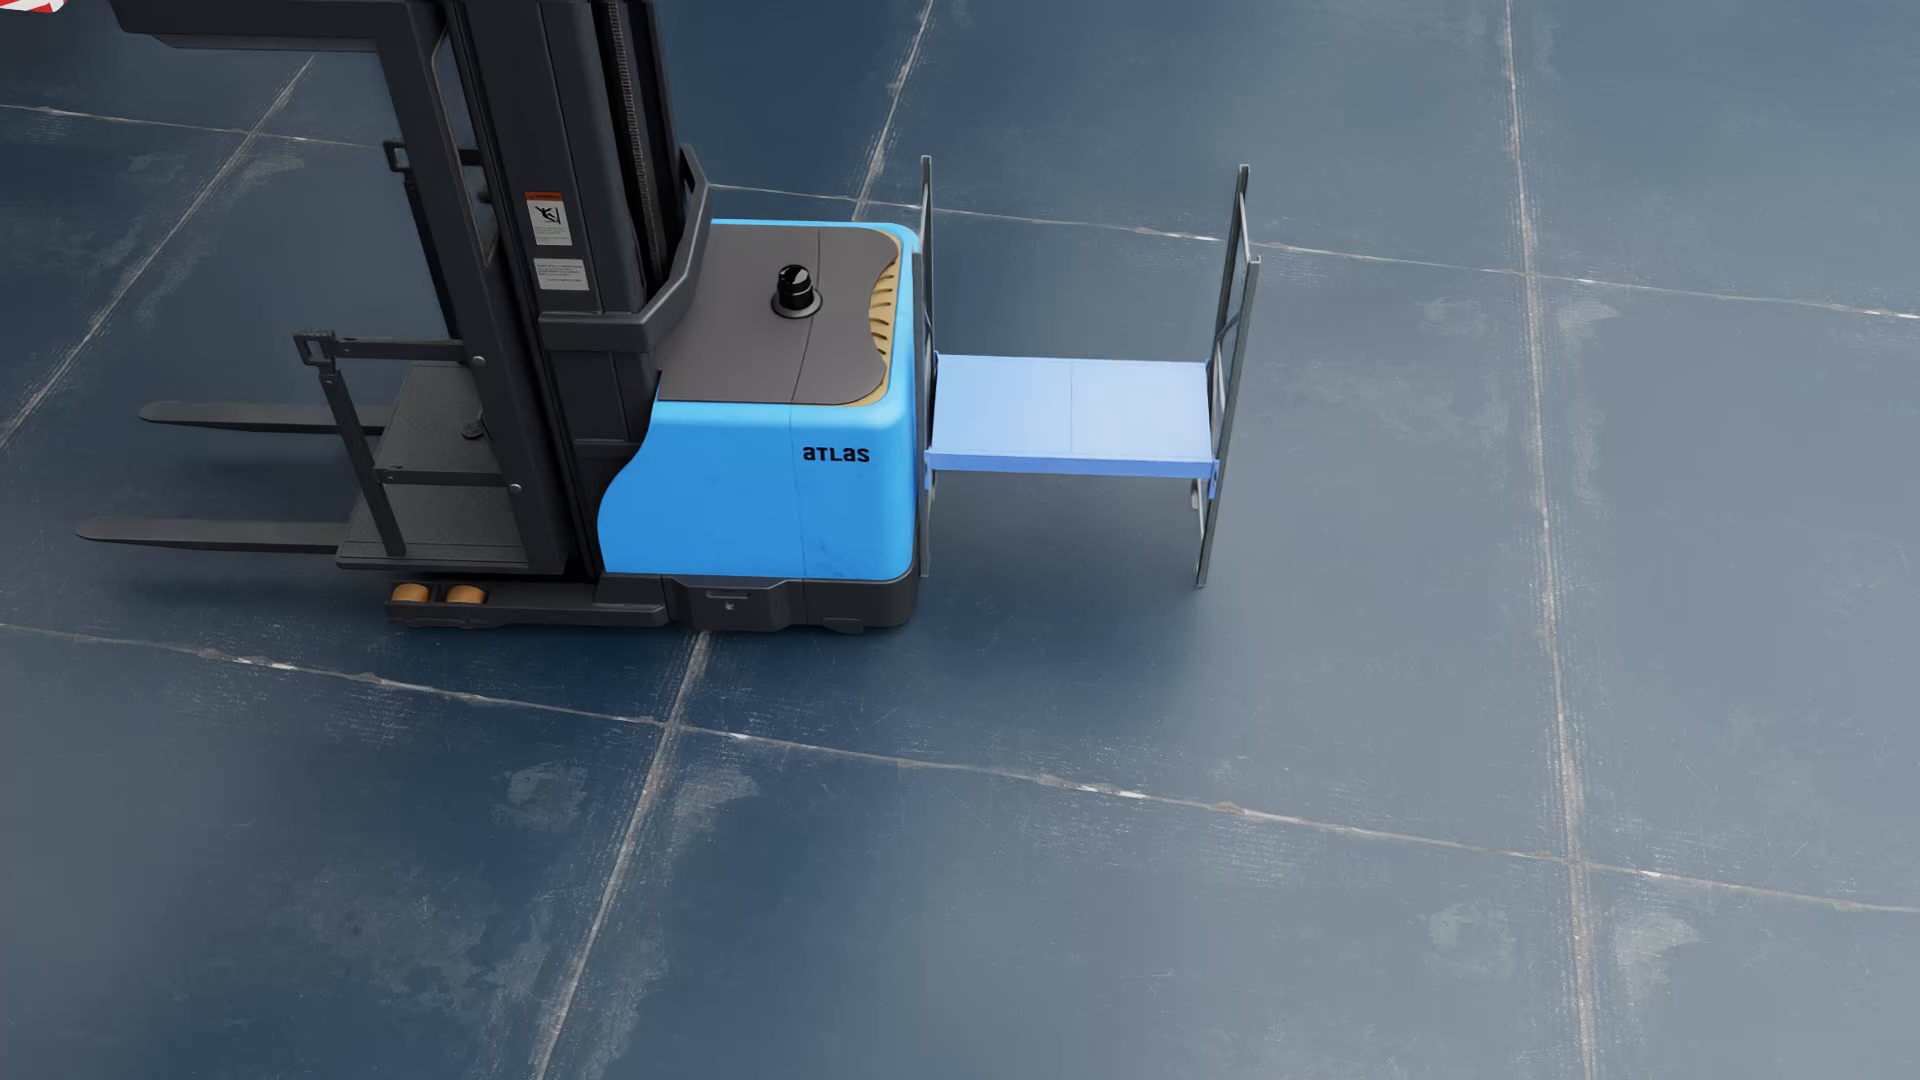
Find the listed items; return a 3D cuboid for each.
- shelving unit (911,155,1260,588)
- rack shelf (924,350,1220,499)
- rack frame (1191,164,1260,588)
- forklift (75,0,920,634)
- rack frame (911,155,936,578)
[{"bbox_3d":[0.388,-0.531,5.719,1.048,1.500,0.538,2,48,2],"label":"shelving unit"},{"bbox_3d":[0.388,-0.411,5.853,1.000,0.185,0.538,2,48,2],"label":"rack shelf"},{"bbox_3d":[0.896,-0.513,5.703,0.032,1.500,0.500,2,48,2],"label":"rack frame"},{"bbox_3d":[-1.653,-1.054,5.227,3.031,2.935,1.130,2,48,2],"label":"forklift"},{"bbox_3d":[-0.120,-0.549,5.735,0.032,1.500,0.500,2,48,2],"label":"rack frame"}]
